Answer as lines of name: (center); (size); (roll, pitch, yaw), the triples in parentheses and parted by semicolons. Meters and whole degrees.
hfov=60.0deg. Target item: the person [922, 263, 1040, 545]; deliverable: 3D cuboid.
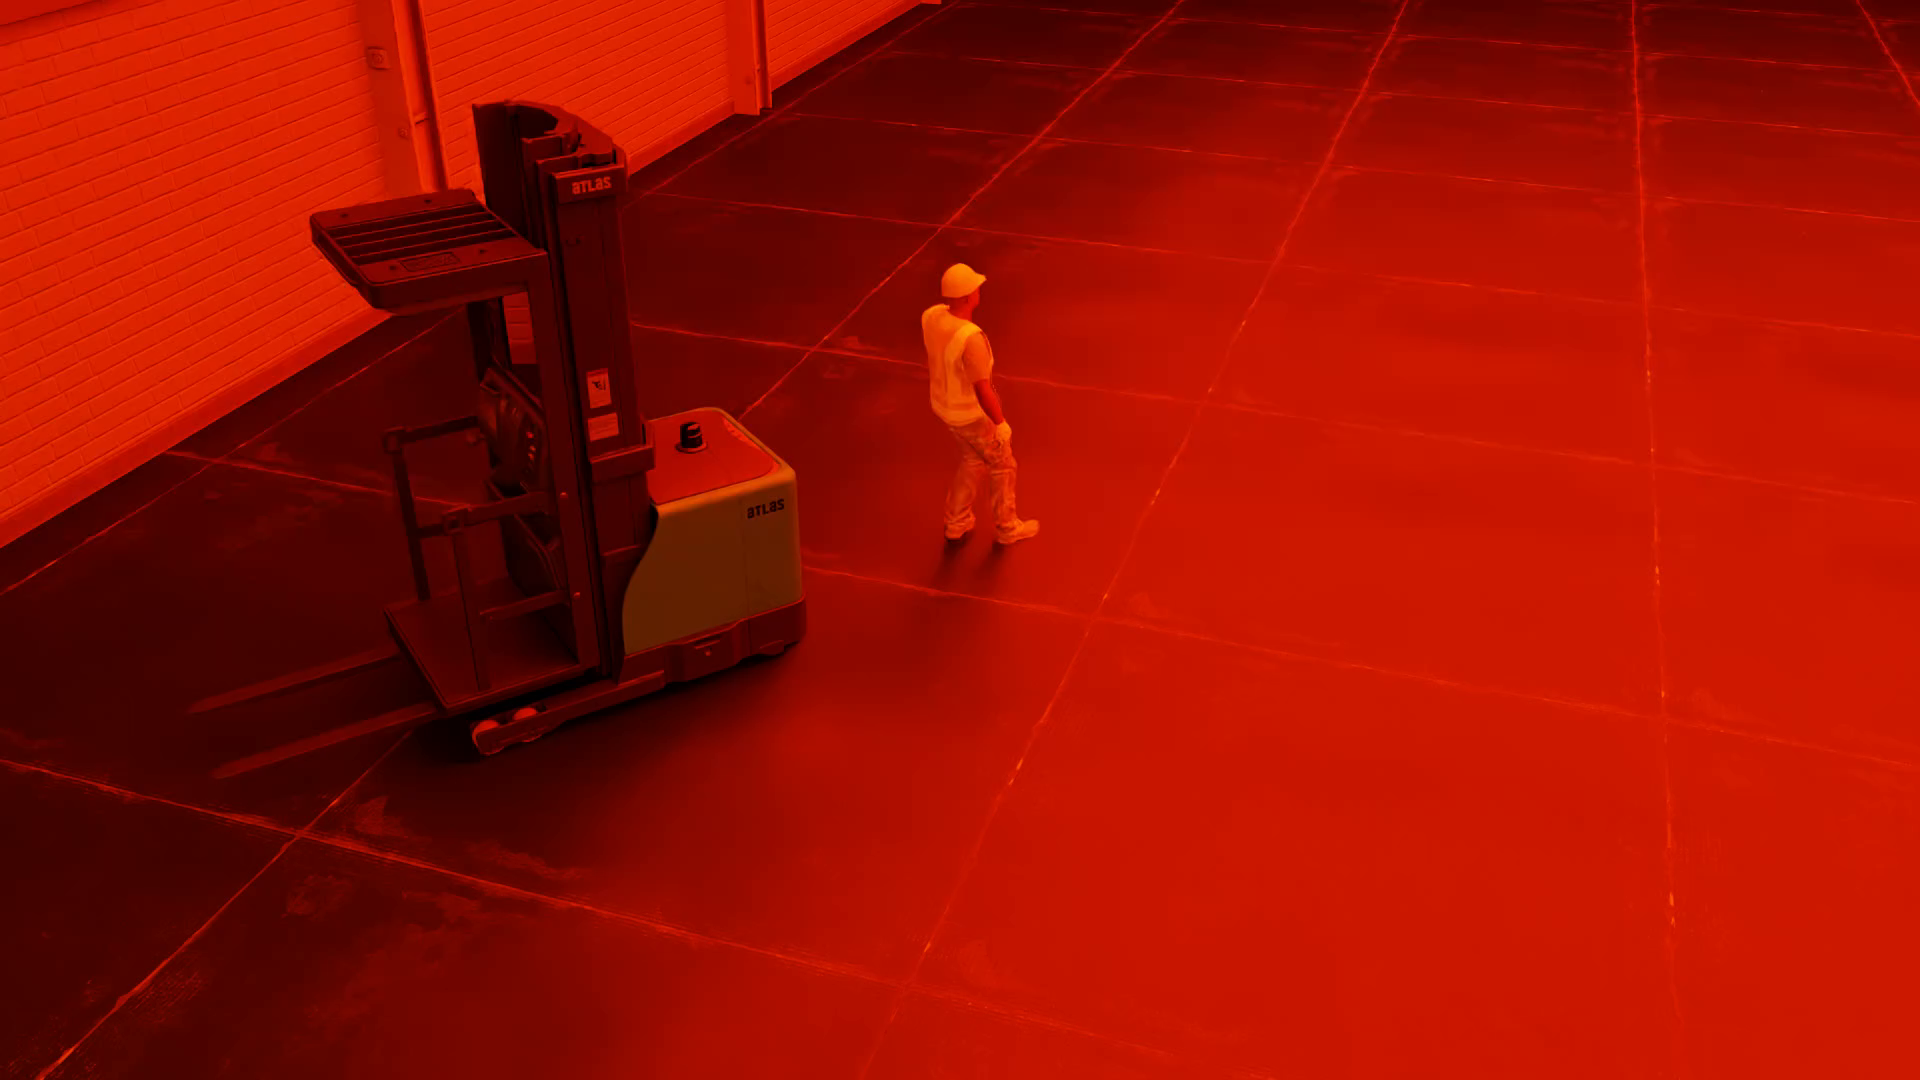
person: (0.150, -0.795, 9.739); (0.651, 1.760, 0.727); (-15, 33, -24)

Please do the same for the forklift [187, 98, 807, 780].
forklift: (-2.353, -0.511, 8.034); (3.031, 2.935, 1.130); (-17, 34, -28)
